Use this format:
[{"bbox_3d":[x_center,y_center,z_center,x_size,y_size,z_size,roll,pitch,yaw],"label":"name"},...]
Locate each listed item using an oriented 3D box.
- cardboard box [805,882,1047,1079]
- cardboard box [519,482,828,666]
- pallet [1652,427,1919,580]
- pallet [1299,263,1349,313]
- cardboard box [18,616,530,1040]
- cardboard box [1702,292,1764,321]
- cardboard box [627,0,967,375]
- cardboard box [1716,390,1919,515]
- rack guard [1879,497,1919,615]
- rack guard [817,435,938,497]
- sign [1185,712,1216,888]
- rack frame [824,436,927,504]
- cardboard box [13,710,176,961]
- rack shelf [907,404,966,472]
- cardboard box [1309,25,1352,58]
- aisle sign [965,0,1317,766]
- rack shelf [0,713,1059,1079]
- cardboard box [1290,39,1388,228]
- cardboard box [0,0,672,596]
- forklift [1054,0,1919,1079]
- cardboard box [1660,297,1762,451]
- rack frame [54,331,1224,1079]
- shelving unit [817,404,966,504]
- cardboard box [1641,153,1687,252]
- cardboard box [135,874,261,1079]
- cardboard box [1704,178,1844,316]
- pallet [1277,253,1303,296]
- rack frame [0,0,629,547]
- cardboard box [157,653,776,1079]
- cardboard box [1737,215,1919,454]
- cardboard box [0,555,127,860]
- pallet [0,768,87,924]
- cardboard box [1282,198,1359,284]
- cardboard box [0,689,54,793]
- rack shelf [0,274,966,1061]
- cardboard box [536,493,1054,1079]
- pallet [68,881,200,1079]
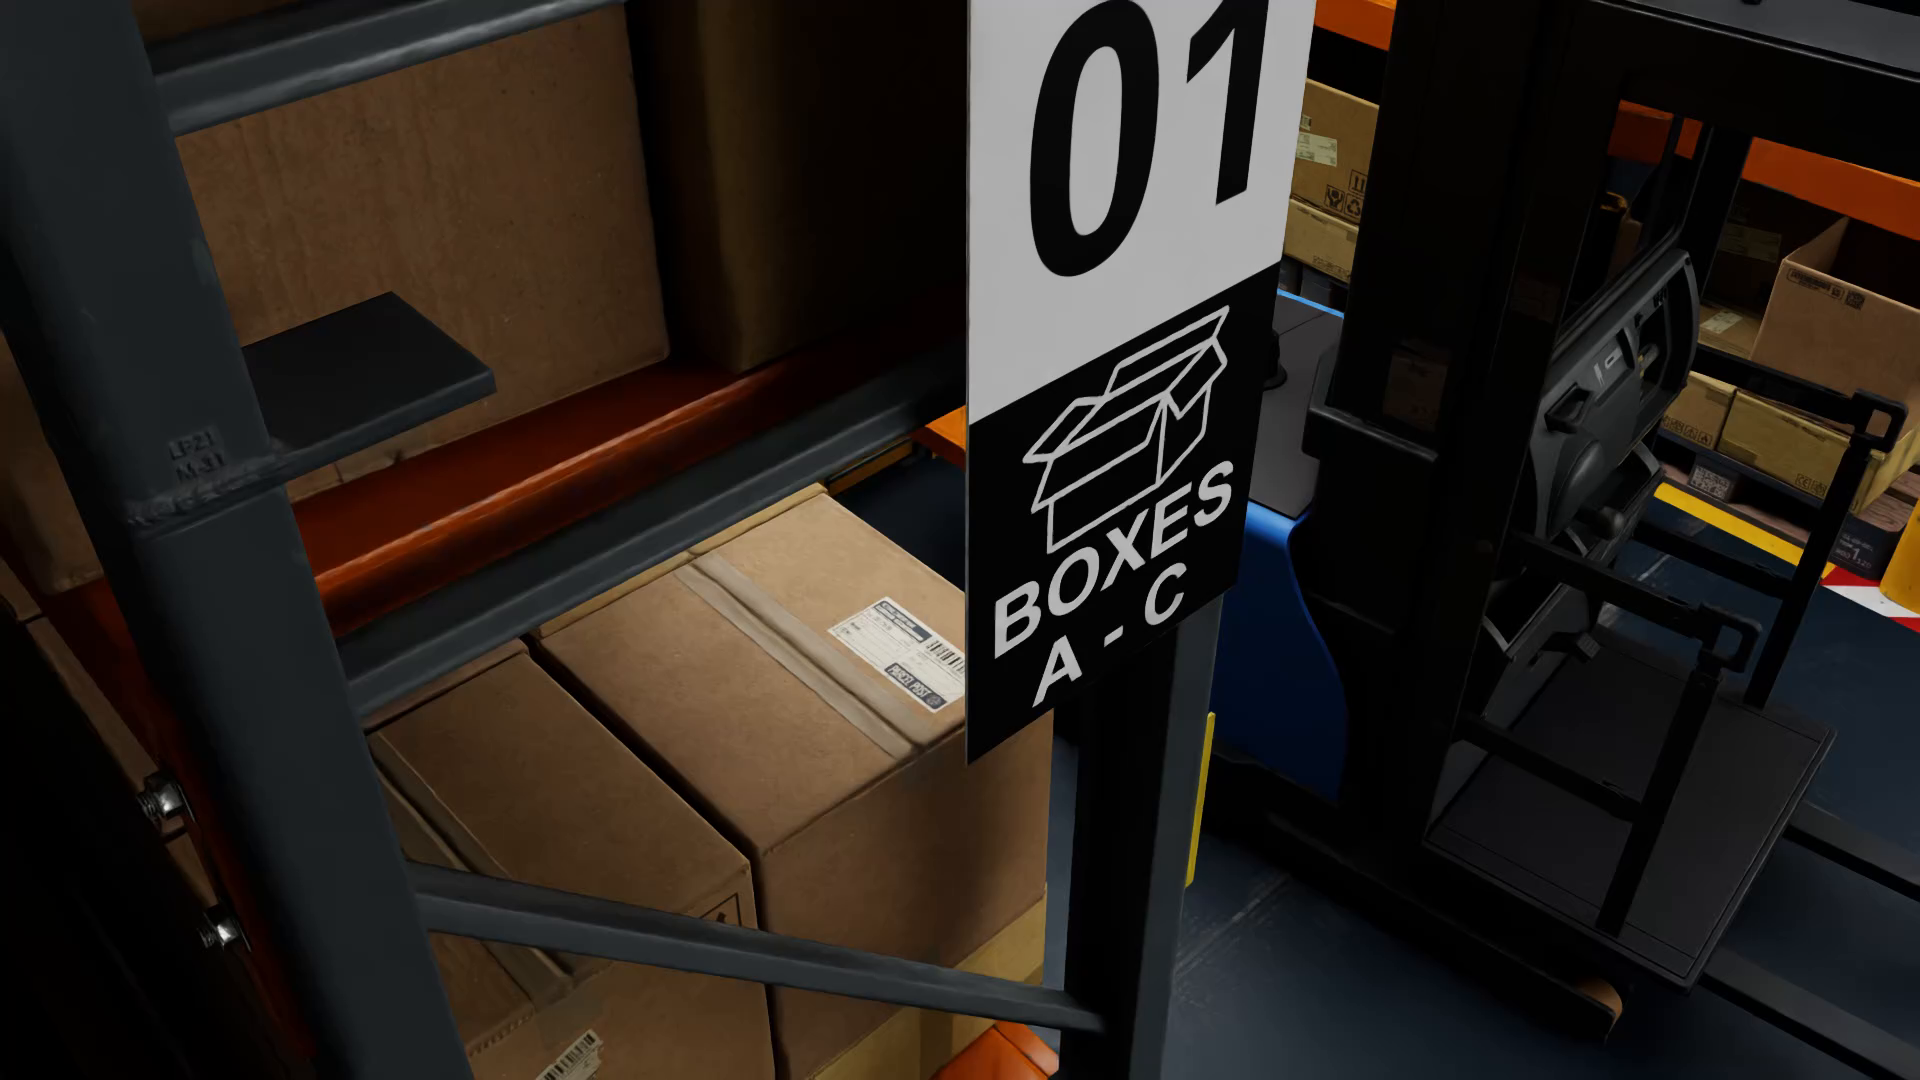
[{"bbox_3d":[-0.215,0.619,2.624,0.500,0.250,0.500,-31,48,-33],"label":"cardboard box"},{"bbox_3d":[-0.547,0.106,2.662,0.500,0.500,0.500,-30,48,-32],"label":"cardboard box"},{"bbox_3d":[2.979,-0.429,6.037,1.003,0.211,1.213,-30,48,-32],"label":"pallet"},{"bbox_3d":[2.159,-0.993,6.736,1.003,0.211,1.213,-30,48,-32],"label":"pallet"},{"bbox_3d":[-0.927,0.323,2.393,0.500,0.500,0.500,-29,47,-31],"label":"cardboard box"},{"bbox_3d":[2.988,-0.844,6.186,0.500,0.250,0.500,-30,48,-32],"label":"cardboard box"},{"bbox_3d":[-0.161,-0.545,1.479,0.500,0.500,0.500,-29,47,-31],"label":"cardboard box"},{"bbox_3d":[2.947,-0.394,5.629,0.500,0.250,0.500,-30,48,-32],"label":"cardboard box"},{"bbox_3d":[3.544,-0.194,5.517,1.175,0.500,0.348,-30,48,-32],"label":"rack guard"},{"bbox_3d":[-0.311,-0.302,5.849,0.587,0.250,0.087,-31,48,-33],"label":"rack guard"},{"bbox_3d":[0.281,0.362,2.150,0.100,0.325,0.005,-30,48,-32],"label":"sign"},{"bbox_3d":[-0.312,-0.789,5.457,0.500,1.500,0.032,-31,48,-33],"label":"rack frame"},{"bbox_3d":[-1.280,0.379,2.921,0.500,0.250,0.500,-30,48,-32],"label":"cardboard box"},{"bbox_3d":[0.040,-0.418,5.285,0.538,0.185,1.000,-31,48,-33],"label":"rack shelf"},{"bbox_3d":[1.249,-1.839,6.821,0.500,0.500,0.500,-30,48,-32],"label":"cardboard box"},{"bbox_3d":[0.151,-0.176,1.436,0.394,0.787,0.004,-30,48,-32],"label":"aisle sign"},{"bbox_3d":[-1.471,0.283,3.508,1.077,0.370,4.000,-30,48,-32],"label":"rack shelf"},{"bbox_3d":[1.582,-1.604,6.530,0.500,0.500,0.500,-30,48,-32],"label":"cardboard box"},{"bbox_3d":[-0.588,-0.370,1.262,0.500,0.500,0.500,-26,46,-29],"label":"cardboard box"},{"bbox_3d":[1.654,-0.281,3.689,3.031,2.935,1.130,27,46,30],"label":"forklift"},{"bbox_3d":[2.600,-0.620,5.909,0.500,0.250,0.500,-30,48,-32],"label":"cardboard box"},{"bbox_3d":[-0.119,0.929,2.136,1.000,3.000,0.127,-30,48,-32],"label":"rack frame"},{"bbox_3d":[0.033,-0.563,5.177,0.587,1.500,1.083,-31,48,-33],"label":"shelving unit"},{"bbox_3d":[2.258,-1.141,5.957,0.500,0.500,0.500,-30,48,-32],"label":"cardboard box"},{"bbox_3d":[-0.936,0.610,2.636,0.500,0.250,0.500,-29,47,-31],"label":"cardboard box"},{"bbox_3d":[2.989,-1.136,5.951,0.500,0.500,0.500,-30,48,-32],"label":"cardboard box"},{"bbox_3d":[1.329,-1.558,7.435,1.003,0.211,1.213,-30,48,-32],"label":"pallet"},{"bbox_3d":[-0.119,-1.405,0.251,1.000,3.000,0.127,-30,48,-32],"label":"rack frame"},{"bbox_3d":[-0.594,0.560,2.100,0.500,0.500,0.500,-31,48,-32],"label":"cardboard box"},{"bbox_3d":[2.946,-0.685,5.392,0.500,0.500,0.500,-30,48,-32],"label":"cardboard box"},{"bbox_3d":[-1.280,0.086,2.687,0.500,0.500,0.500,-31,48,-33],"label":"cardboard box"},{"bbox_3d":[-2.344,0.459,4.938,1.003,0.211,1.213,-30,48,-32],"label":"pallet"},{"bbox_3d":[1.581,-1.312,6.765,0.500,0.250,0.500,-30,48,-32],"label":"cardboard box"},{"bbox_3d":[-1.624,0.147,3.209,0.500,0.250,0.500,-29,47,-31],"label":"cardboard box"},{"bbox_3d":[-1.471,-0.884,2.566,1.077,0.370,4.000,-30,48,-32],"label":"rack shelf"},{"bbox_3d":[-0.220,0.339,2.373,0.500,0.500,0.500,-30,48,-32],"label":"cardboard box"},{"bbox_3d":[-1.515,1.023,4.239,1.003,0.211,1.213,-30,48,-32],"label":"pallet"}]
